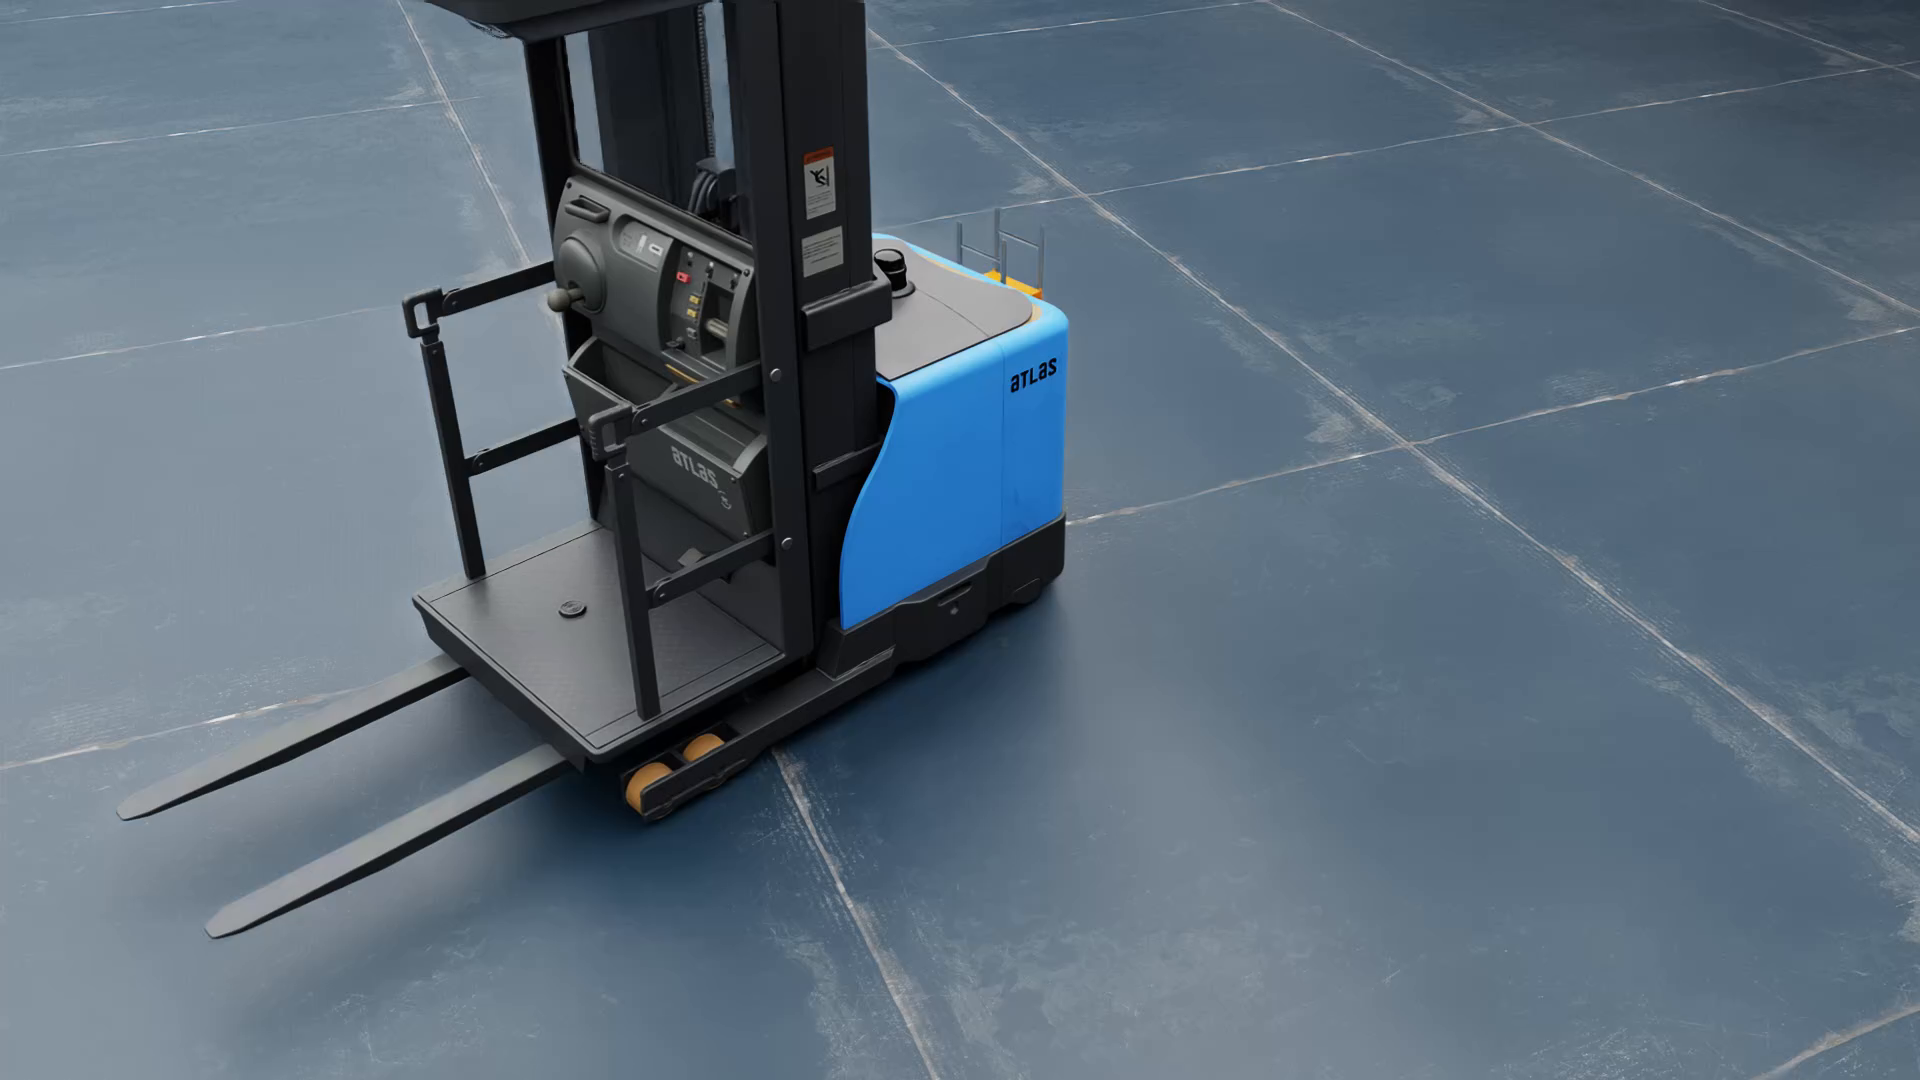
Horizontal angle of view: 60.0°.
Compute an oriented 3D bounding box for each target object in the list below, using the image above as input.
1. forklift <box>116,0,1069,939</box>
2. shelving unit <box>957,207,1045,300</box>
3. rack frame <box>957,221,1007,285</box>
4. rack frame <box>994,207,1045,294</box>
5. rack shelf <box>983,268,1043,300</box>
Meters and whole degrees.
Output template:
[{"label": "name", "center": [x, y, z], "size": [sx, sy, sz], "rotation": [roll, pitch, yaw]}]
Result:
[{"label": "forklift", "center": [-1.045, -0.716, 4.663], "size": [3.031, 2.935, 1.130], "rotation": [-27, 42, -35]}, {"label": "shelving unit", "center": [0.139, -0.587, 6.052], "size": [0.189, 1.200, 0.258], "rotation": [-27, 42, -35]}, {"label": "rack frame", "center": [0.073, -0.553, 5.999], "size": [0.006, 1.200, 0.240], "rotation": [-27, 42, -35]}, {"label": "rack frame", "center": [0.206, -0.621, 6.105], "size": [0.006, 1.200, 0.240], "rotation": [-27, 42, -35]}, {"label": "rack shelf", "center": [0.139, -0.852, 5.880], "size": [0.180, 0.103, 0.258], "rotation": [-27, 42, -35]}]
